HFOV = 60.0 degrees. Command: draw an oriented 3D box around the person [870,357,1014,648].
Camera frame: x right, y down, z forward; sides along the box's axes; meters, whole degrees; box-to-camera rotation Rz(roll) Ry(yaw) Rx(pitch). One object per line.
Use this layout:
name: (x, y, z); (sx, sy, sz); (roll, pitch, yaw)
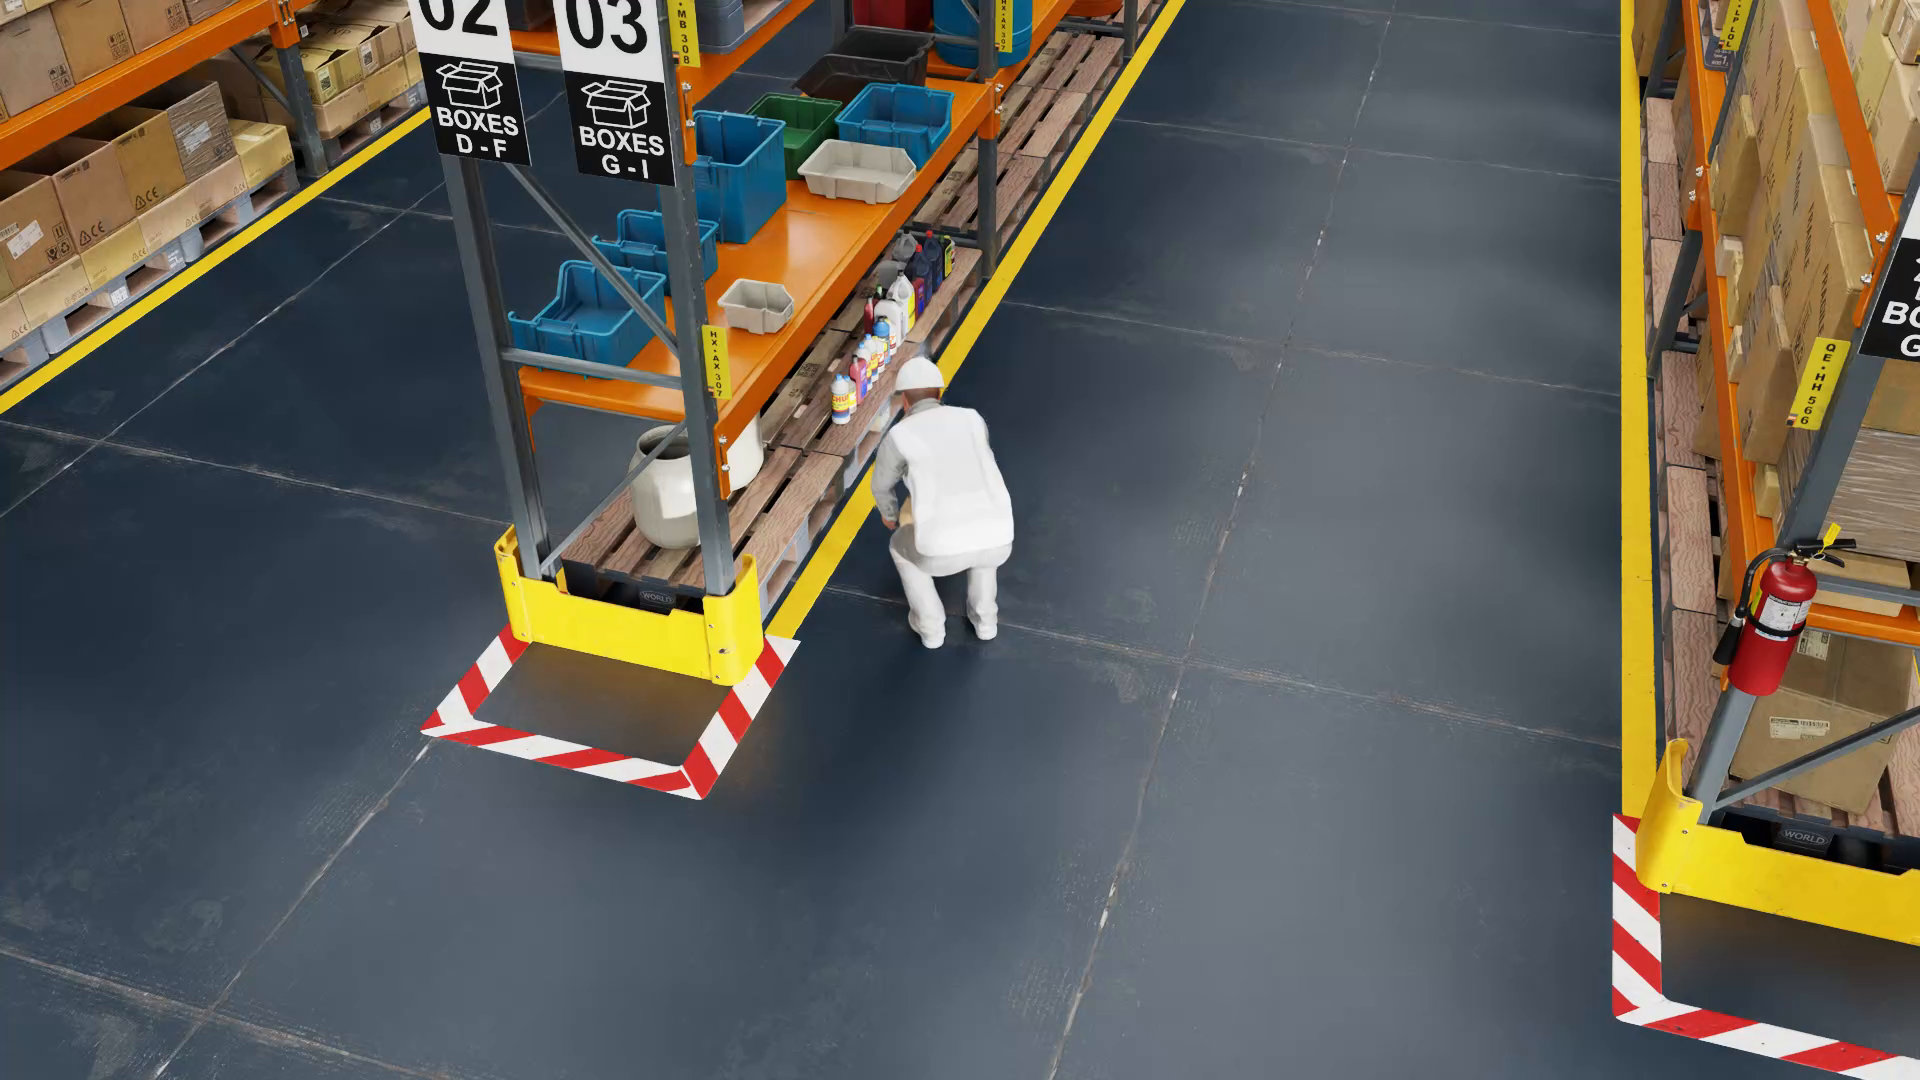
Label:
person: (-0.091, -0.133, 7.510); (0.573, 1.223, 0.843); (-9, 38, -12)
